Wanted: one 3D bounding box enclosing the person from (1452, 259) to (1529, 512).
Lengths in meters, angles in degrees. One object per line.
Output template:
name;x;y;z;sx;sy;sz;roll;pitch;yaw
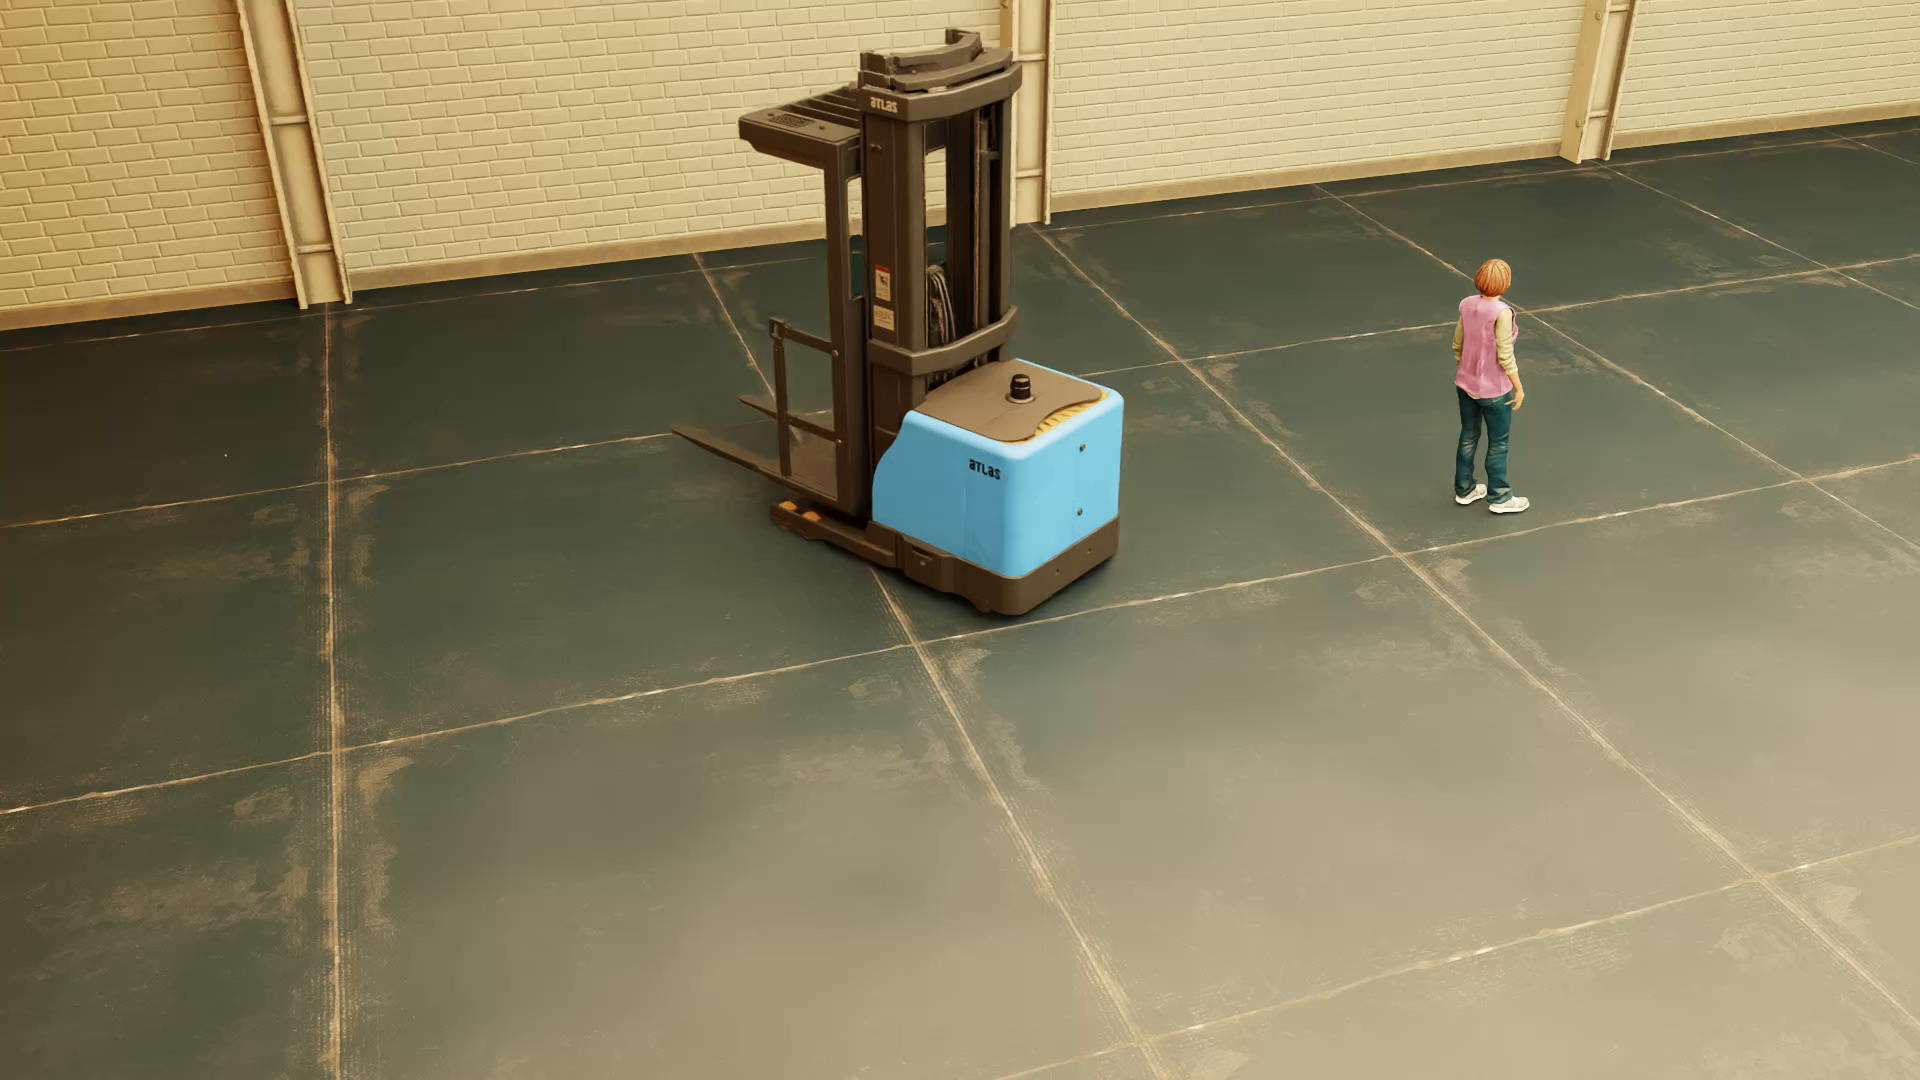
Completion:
person;3.226;-0.940;10.044;0.475;1.597;0.520;-16;34;-25

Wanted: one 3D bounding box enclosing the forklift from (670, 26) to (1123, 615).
forklift;-0.524;-1.455;9.616;3.031;2.935;1.130;23;37;34
